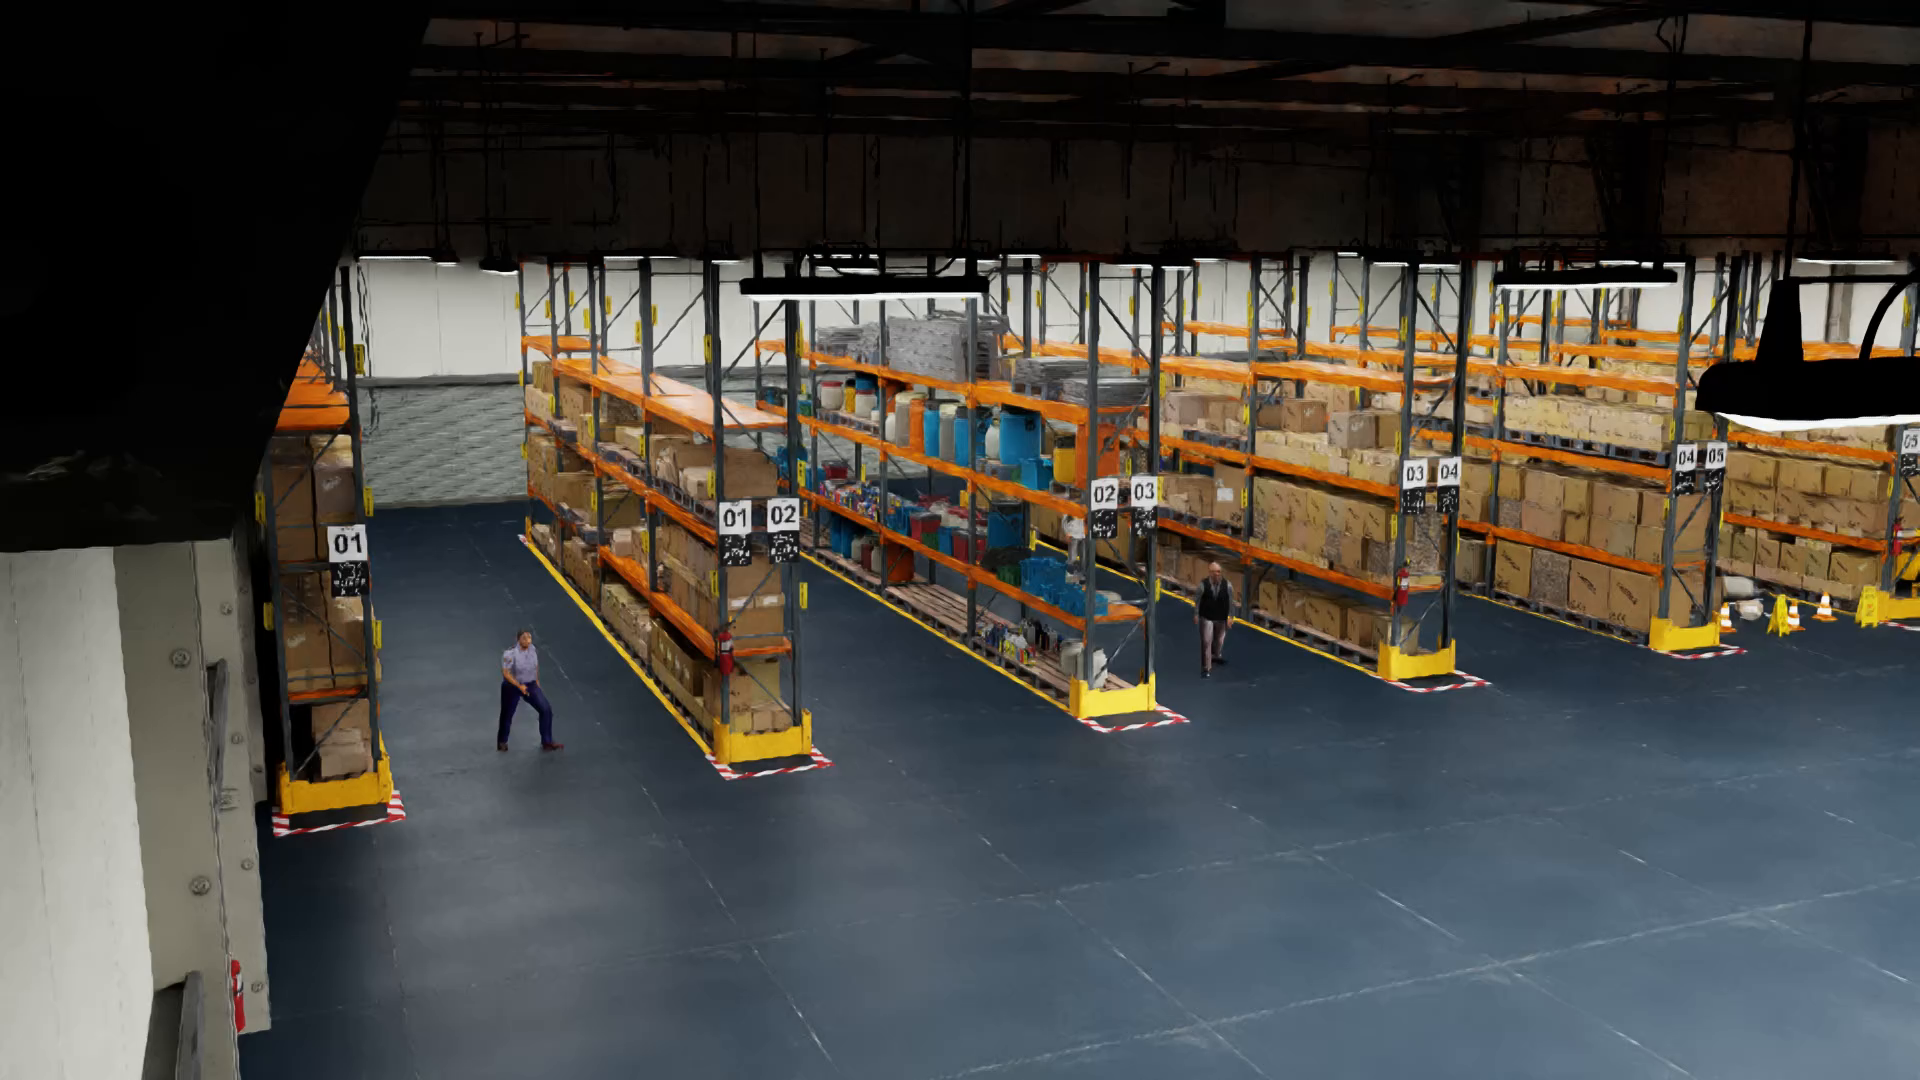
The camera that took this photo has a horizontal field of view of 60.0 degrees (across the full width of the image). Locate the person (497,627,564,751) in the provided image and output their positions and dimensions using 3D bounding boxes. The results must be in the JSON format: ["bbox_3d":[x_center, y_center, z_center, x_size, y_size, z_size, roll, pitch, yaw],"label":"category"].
[{"bbox_3d":[-5.413,1.838,20.604,0.646,1.574,0.771,-10,14,-43],"label":"person"}]

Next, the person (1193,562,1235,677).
[{"bbox_3d":[3.705,1.125,24.292,0.566,1.669,0.954,0,10,-2],"label":"person"}]

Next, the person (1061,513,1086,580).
[{"bbox_3d":[2.192,-0.083,30.739,0.677,1.726,0.574,-5,11,-24],"label":"person"}]

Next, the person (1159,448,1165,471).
[{"bbox_3d":[4.402,-1.324,37.901,0.592,1.590,0.518,-5,11,-24],"label":"person"}]
